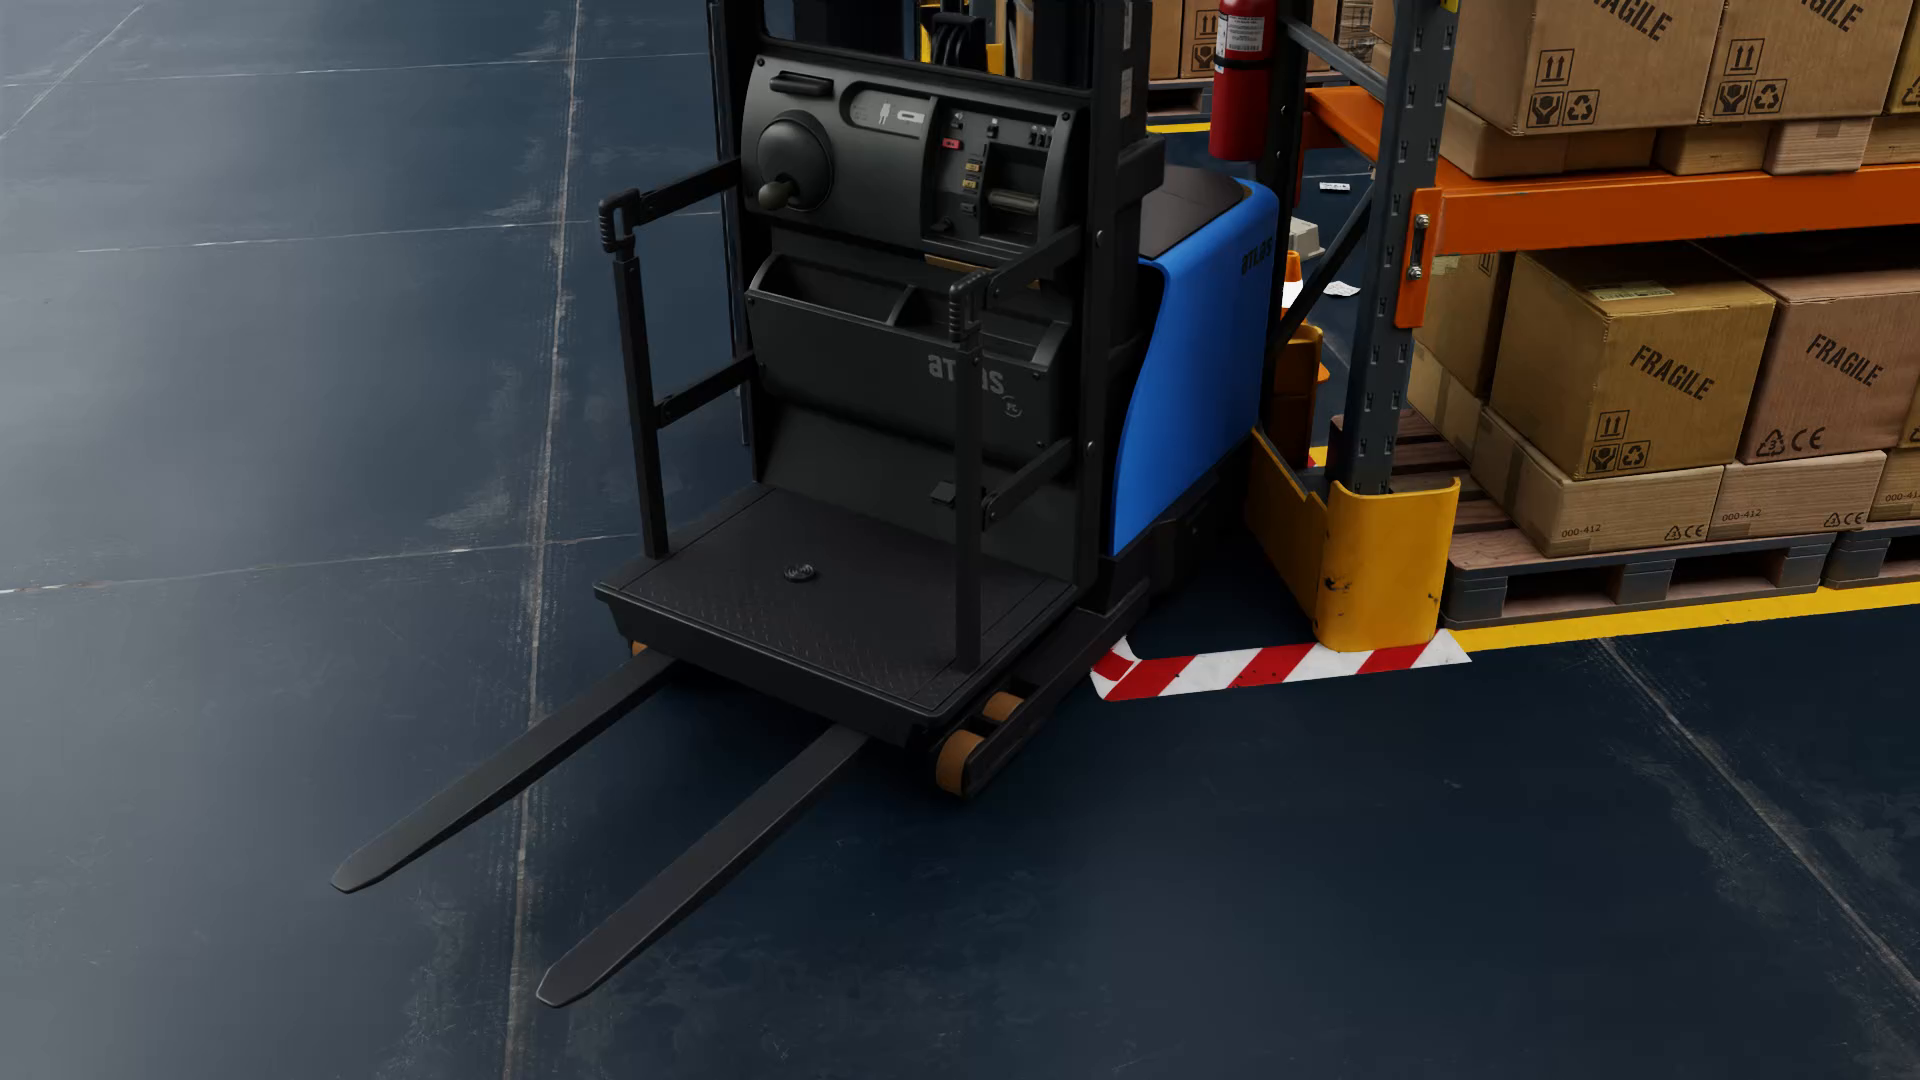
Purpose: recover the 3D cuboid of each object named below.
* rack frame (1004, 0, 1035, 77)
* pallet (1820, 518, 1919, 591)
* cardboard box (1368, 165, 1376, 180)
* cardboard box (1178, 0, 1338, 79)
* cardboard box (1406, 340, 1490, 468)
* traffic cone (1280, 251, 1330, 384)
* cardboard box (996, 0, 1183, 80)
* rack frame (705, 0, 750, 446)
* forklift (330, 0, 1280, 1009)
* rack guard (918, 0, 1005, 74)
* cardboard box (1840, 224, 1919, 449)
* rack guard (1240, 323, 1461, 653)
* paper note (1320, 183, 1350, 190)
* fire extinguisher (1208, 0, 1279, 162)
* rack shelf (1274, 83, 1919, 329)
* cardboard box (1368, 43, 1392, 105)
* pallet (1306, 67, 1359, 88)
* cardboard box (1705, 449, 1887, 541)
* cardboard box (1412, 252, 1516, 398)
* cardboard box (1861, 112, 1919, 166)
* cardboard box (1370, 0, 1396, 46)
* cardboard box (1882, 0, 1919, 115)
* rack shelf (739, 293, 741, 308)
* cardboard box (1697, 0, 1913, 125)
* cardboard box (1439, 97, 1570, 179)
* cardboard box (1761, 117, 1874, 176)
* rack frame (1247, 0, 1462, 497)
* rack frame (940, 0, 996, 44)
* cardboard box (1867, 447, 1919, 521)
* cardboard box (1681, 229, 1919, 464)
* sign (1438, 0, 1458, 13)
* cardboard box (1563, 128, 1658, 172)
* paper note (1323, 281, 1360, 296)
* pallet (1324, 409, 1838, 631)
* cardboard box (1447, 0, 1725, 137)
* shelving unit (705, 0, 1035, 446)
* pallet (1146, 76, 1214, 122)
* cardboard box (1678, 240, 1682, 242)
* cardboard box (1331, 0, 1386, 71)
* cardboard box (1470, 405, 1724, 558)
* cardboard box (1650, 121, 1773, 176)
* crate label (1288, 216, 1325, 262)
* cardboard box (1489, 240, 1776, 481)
[{"bbox_3d":[0.214,-1.194,5.801,0.032,1.500,0.500,-5,31,-9],"label":"rack frame"},{"bbox_3d":[3.106,-0.240,5.450,1.213,0.211,1.003,-5,31,-9],"label":"pallet"},{"bbox_3d":[2.300,-1.616,7.501,0.797,0.503,0.637,23,37,33],"label":"cardboard box"},{"bbox_3d":[1.558,-3.169,9.362,0.875,0.875,0.875,-6,31,-10],"label":"cardboard box"},{"bbox_3d":[1.799,-0.475,5.397,0.500,0.250,0.500,-5,31,-9],"label":"cardboard box"},{"bbox_3d":[1.219,-0.858,6.253,0.334,0.463,0.336,-5,31,-9],"label":"traffic cone"},{"bbox_3d":[0.693,-3.088,9.224,0.875,0.875,0.875,-5,31,-9],"label":"cardboard box"},{"bbox_3d":[-0.786,-1.102,5.644,0.032,1.500,0.500,-5,31,-9],"label":"rack frame"},{"bbox_3d":[-0.256,-0.893,3.877,1.130,2.935,3.031,18,35,28],"label":"forklift"},{"bbox_3d":[0.014,-2.648,9.260,0.348,0.500,1.175,-5,31,-9],"label":"rack guard"},{"bbox_3d":[2.904,-0.618,4.900,0.500,0.500,0.500,-5,31,-8],"label":"cardboard box"},{"bbox_3d":[1.103,-0.199,5.094,0.348,0.500,1.175,-5,31,-9],"label":"rack guard"},{"bbox_3d":[1.845,-1.740,8.181,0.142,0.017,0.144,5,31,8],"label":"paper note"},{"bbox_3d":[0.833,-1.455,4.842,0.183,0.674,0.296,-5,31,-9],"label":"fire extinguisher"},{"bbox_3d":[2.996,-1.142,4.942,4.000,0.370,1.077,-5,31,-9],"label":"rack shelf"},{"bbox_3d":[1.358,-1.302,4.752,0.250,0.149,0.380,-4,31,-7],"label":"cardboard box"},{"bbox_3d":[2.008,-2.747,9.714,1.213,0.211,1.003,-5,31,-9],"label":"pallet"},{"bbox_3d":[2.375,-0.243,5.003,0.500,0.250,0.500,-4,31,-7],"label":"cardboard box"},{"bbox_3d":[1.770,-0.791,5.195,0.500,0.500,0.500,-5,31,-9],"label":"cardboard box"},{"bbox_3d":[2.428,-1.143,4.483,0.250,0.149,0.380,-5,31,-8],"label":"cardboard box"},{"bbox_3d":[1.513,-1.627,4.666,0.500,0.500,0.500,-6,31,-10],"label":"cardboard box"},{"bbox_3d":[2.554,-1.441,4.350,0.500,0.500,0.500,-6,31,-10],"label":"cardboard box"},{"bbox_3d":[-0.286,-0.993,5.814,1.000,0.185,0.538,-5,31,-9],"label":"rack shelf"},{"bbox_3d":[2.053,-1.394,4.270,0.500,0.500,0.500,-4,31,-7],"label":"cardboard box"},{"bbox_3d":[1.400,-1.089,4.390,0.250,0.149,0.380,-5,31,-9],"label":"cardboard box"},{"bbox_3d":[2.179,-1.103,4.414,0.250,0.149,0.380,-5,31,-8],"label":"cardboard box"},{"bbox_3d":[1.029,-1.269,4.449,0.127,3.000,1.000,-5,31,-9],"label":"rack frame"},{"bbox_3d":[0.038,-3.728,8.631,0.127,3.000,1.000,-5,31,-9],"label":"rack frame"},{"bbox_3d":[2.910,-0.300,5.099,0.500,0.250,0.500,-3,31,-6],"label":"cardboard box"},{"bbox_3d":[2.409,-0.576,4.829,0.500,0.500,0.500,-6,31,-11],"label":"cardboard box"},{"bbox_3d":[1.127,-1.372,3.770,0.005,0.325,0.100,-5,31,-9],"label":"sign"},{"bbox_3d":[1.646,-1.119,4.441,0.250,0.149,0.380,-5,31,-8],"label":"cardboard box"},{"bbox_3d":[1.600,-1.068,7.036,0.142,0.019,0.148,-17,34,-26],"label":"paper note"},{"bbox_3d":[1.909,-0.131,5.264,1.213,0.211,1.003,-5,31,-9],"label":"pallet"},{"bbox_3d":[1.545,-1.345,4.187,0.500,0.500,0.500,-6,31,-10],"label":"cardboard box"},{"bbox_3d":[-0.286,-1.148,5.723,1.048,1.500,0.538,-5,31,-9],"label":"shelving unit"},{"bbox_3d":[0.810,-2.638,9.528,1.213,0.211,1.003,-5,31,-9],"label":"pallet"},{"bbox_3d":[2.282,-0.841,5.279,0.500,0.500,0.500,-4,31,-7],"label":"cardboard box"},{"bbox_3d":[2.455,-3.251,9.502,0.875,0.875,0.875,-5,31,-9],"label":"cardboard box"},{"bbox_3d":[1.872,-0.201,4.930,0.500,0.250,0.500,-6,31,-9],"label":"cardboard box"},{"bbox_3d":[1.921,-1.103,4.414,0.250,0.149,0.380,-6,31,-11],"label":"cardboard box"},{"bbox_3d":[1.447,-1.343,7.398,0.298,0.136,0.250,-23,38,-34],"label":"crate label"},{"bbox_3d":[1.895,-0.526,4.744,0.500,0.500,0.500,-6,31,-11],"label":"cardboard box"}]
